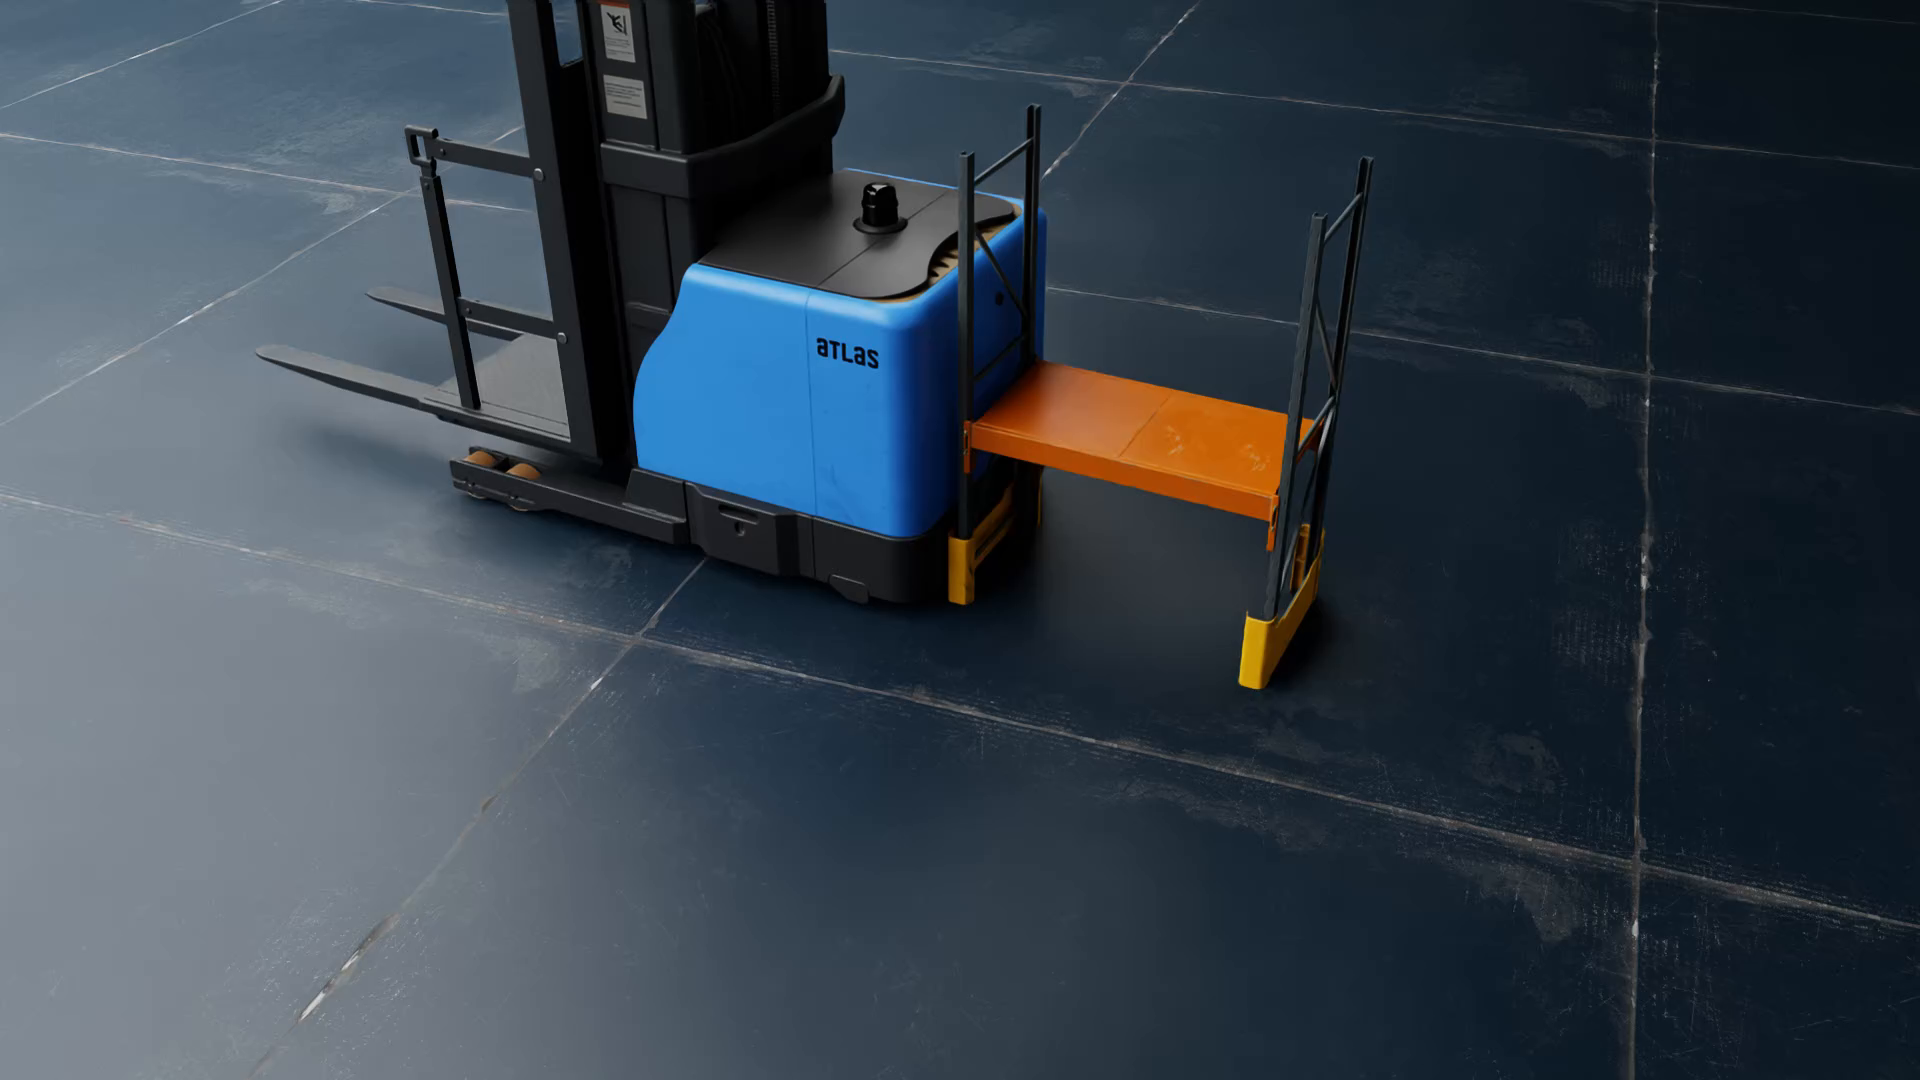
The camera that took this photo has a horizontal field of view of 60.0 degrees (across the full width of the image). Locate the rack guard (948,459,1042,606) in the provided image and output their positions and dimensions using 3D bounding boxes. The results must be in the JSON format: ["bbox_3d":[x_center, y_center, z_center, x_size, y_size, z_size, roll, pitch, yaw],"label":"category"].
[{"bbox_3d":[0.121,-0.040,5.581,0.087,0.250,0.587,15,36,22],"label":"rack guard"}]

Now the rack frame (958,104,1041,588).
[{"bbox_3d":[0.120,-0.565,5.243,0.032,1.500,0.500,15,36,22],"label":"rack frame"}]

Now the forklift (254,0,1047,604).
[{"bbox_3d":[-1.249,-1.571,5.481,3.031,2.935,1.130,15,36,22],"label":"forklift"}]

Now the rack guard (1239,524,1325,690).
[{"bbox_3d":[1.011,0.202,5.206,0.087,0.250,0.587,15,36,22],"label":"rack guard"}]

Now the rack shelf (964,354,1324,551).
[{"bbox_3d":[0.574,-0.291,5.149,1.000,0.185,0.538,15,36,22],"label":"rack shelf"}]

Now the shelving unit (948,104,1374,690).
[{"bbox_3d":[0.566,-0.444,5.055,1.083,1.500,0.587,15,36,22],"label":"shelving unit"}]

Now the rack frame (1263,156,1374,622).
[{"bbox_3d":[1.029,-0.318,4.860,0.032,1.500,0.500,15,36,22],"label":"rack frame"}]
